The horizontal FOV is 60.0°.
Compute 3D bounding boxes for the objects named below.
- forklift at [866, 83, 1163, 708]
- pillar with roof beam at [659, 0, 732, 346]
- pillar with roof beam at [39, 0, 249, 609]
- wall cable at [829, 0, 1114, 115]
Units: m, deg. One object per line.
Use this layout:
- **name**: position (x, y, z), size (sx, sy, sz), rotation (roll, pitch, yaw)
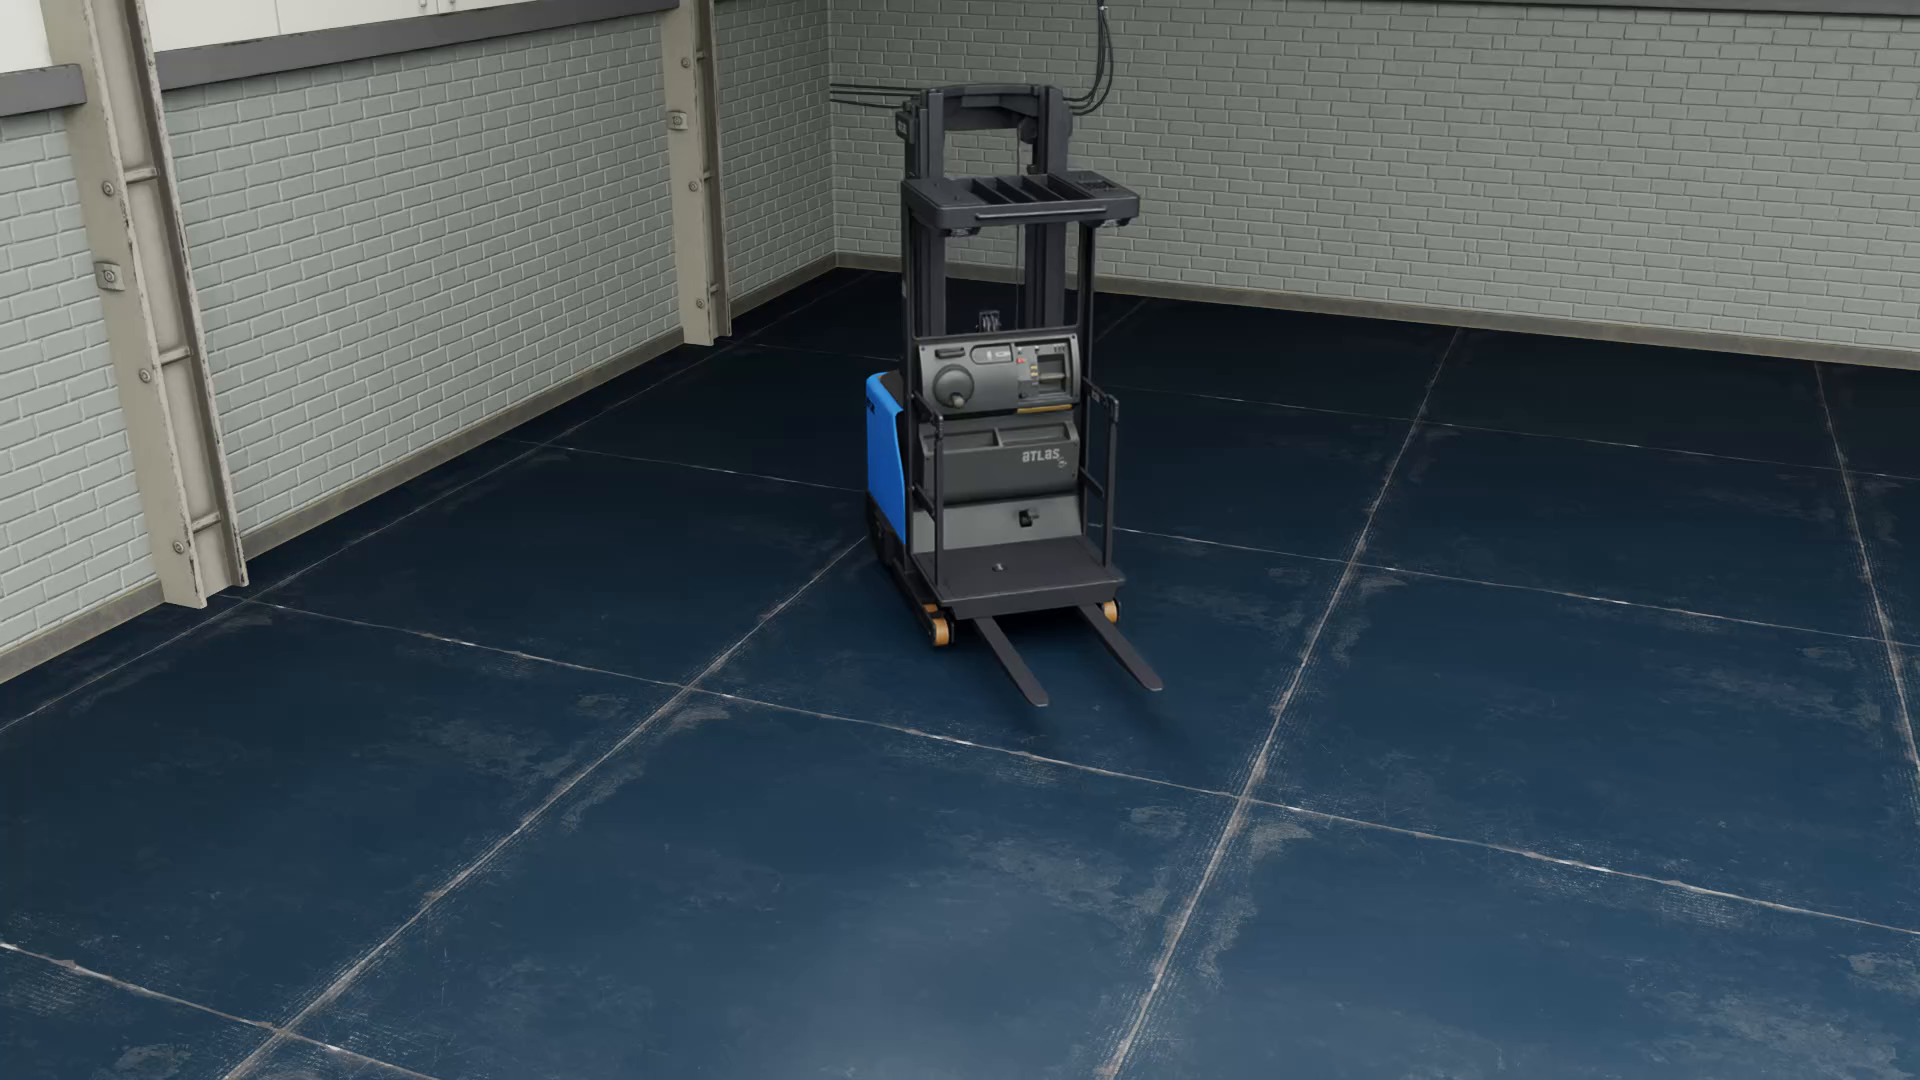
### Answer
- **forklift**: position (0.286, -0.921, 9.152), size (1.130, 2.935, 3.031), rotation (-6, 23, -15)
- **pillar with roof beam**: position (1.691, -5.370, 11.932), size (9.100, 9.000, 0.400), rotation (9, 24, 20)
- **pillar with roof beam**: position (-0.538, -3.223, 6.791), size (9.100, 9.000, 0.400), rotation (9, 24, 20)
- **wall cable**: position (0.016, -5.419, 16.076), size (3.097, 2.526, 0.112), rotation (9, 24, 20)
